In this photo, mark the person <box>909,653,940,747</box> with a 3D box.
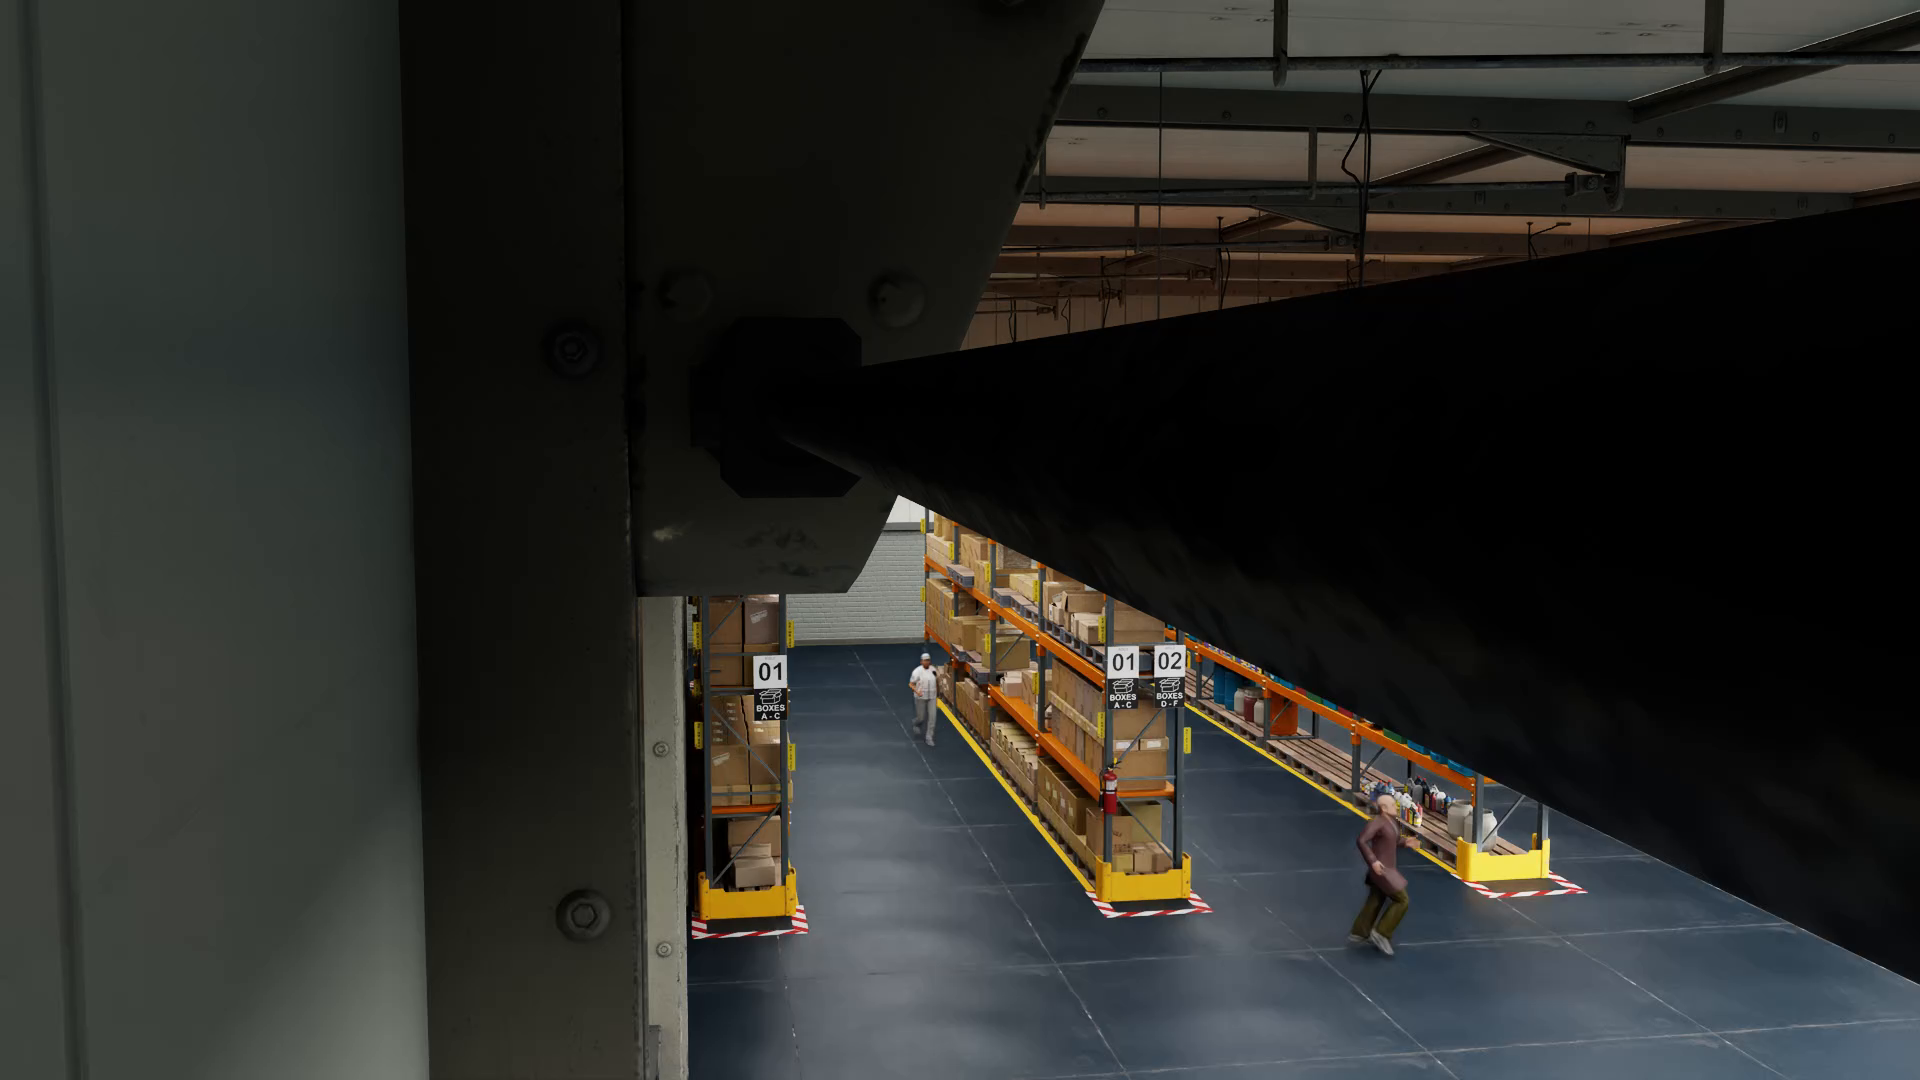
[{"bbox_3d":[-0.620,2.871,30.142,0.607,1.650,0.779,-2,5,-19],"label":"person"}]

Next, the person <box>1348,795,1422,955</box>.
[{"bbox_3d":[4.841,3.798,18.938,0.787,1.821,0.670,1,5,16],"label":"person"}]
